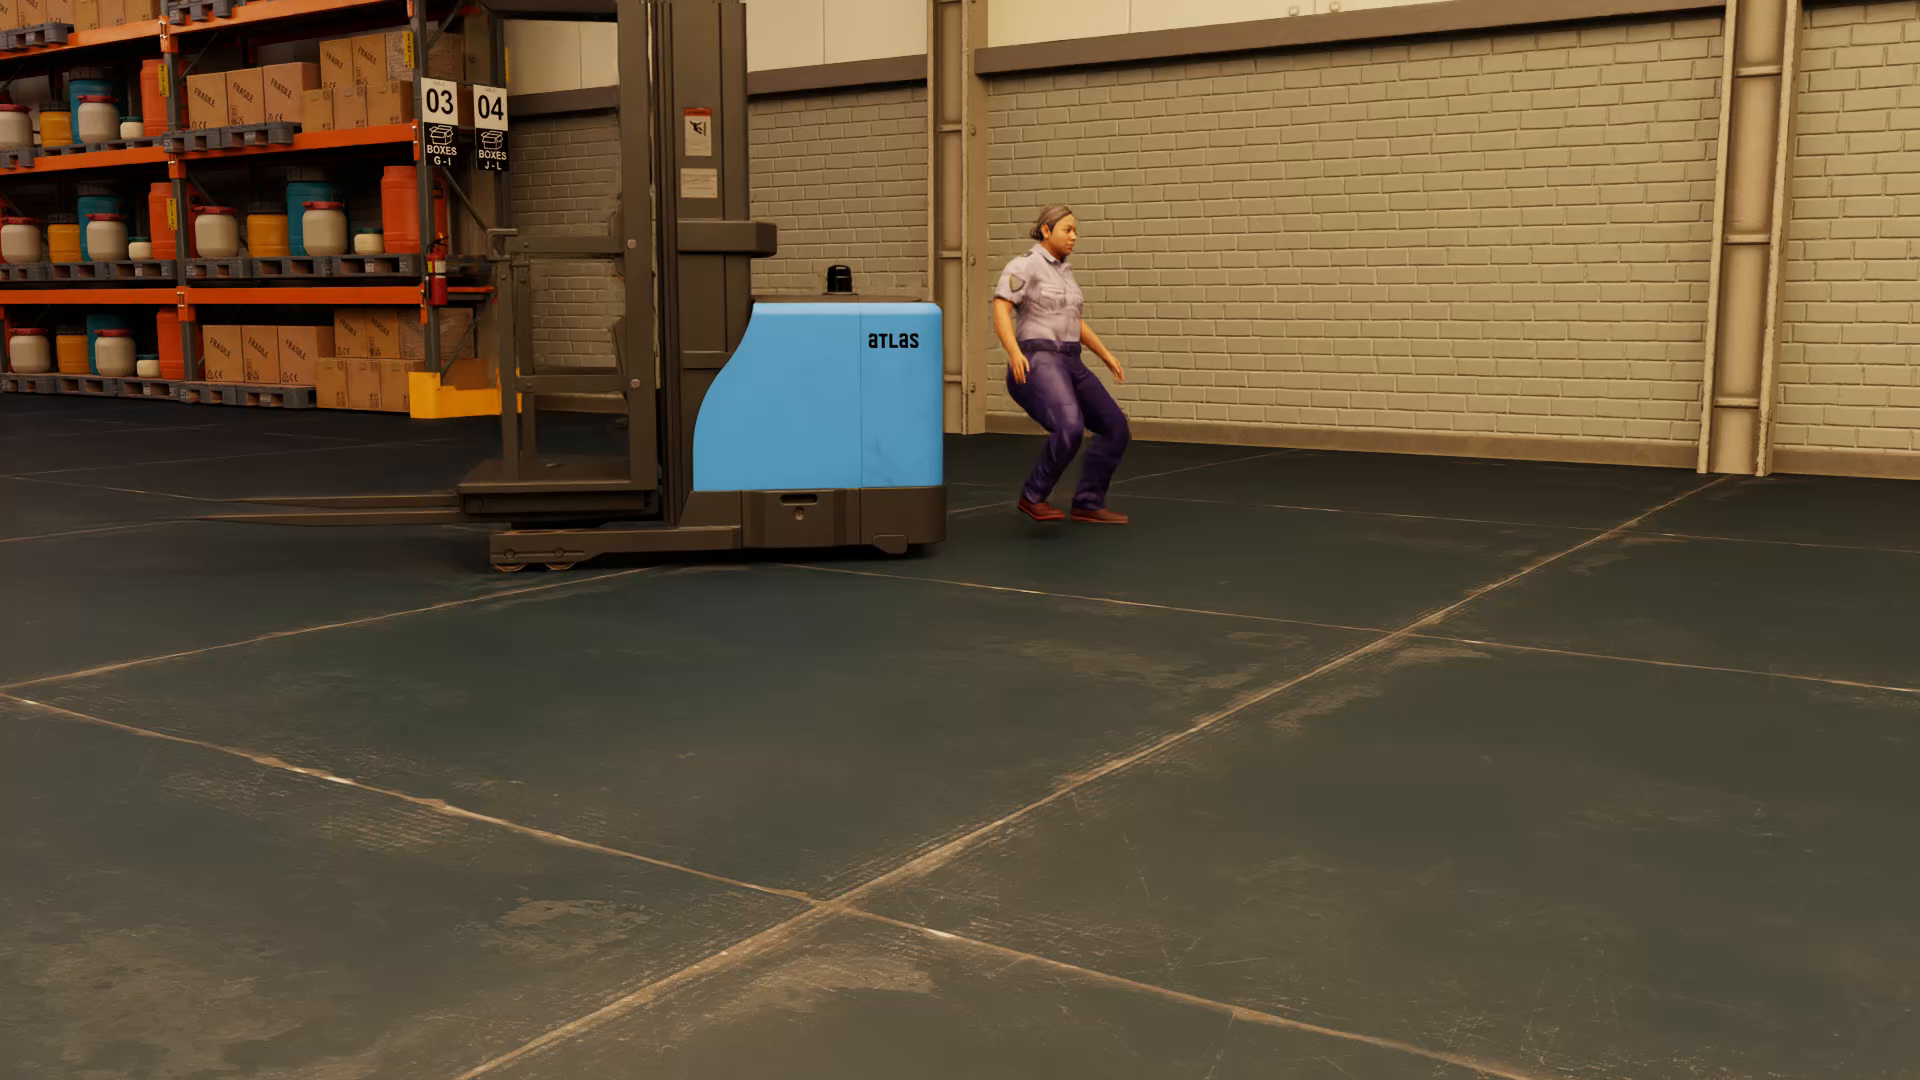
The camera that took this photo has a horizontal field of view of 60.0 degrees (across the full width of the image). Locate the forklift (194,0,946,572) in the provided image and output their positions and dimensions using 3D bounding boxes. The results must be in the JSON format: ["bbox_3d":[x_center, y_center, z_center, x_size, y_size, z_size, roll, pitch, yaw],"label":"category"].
[{"bbox_3d":[-1.627,-1.402,7.052,3.031,2.935,1.130,-1,8,-10],"label":"forklift"}]

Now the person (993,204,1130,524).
[{"bbox_3d":[0.505,-0.810,7.876,0.492,1.545,0.868,6,10,36],"label":"person"}]
